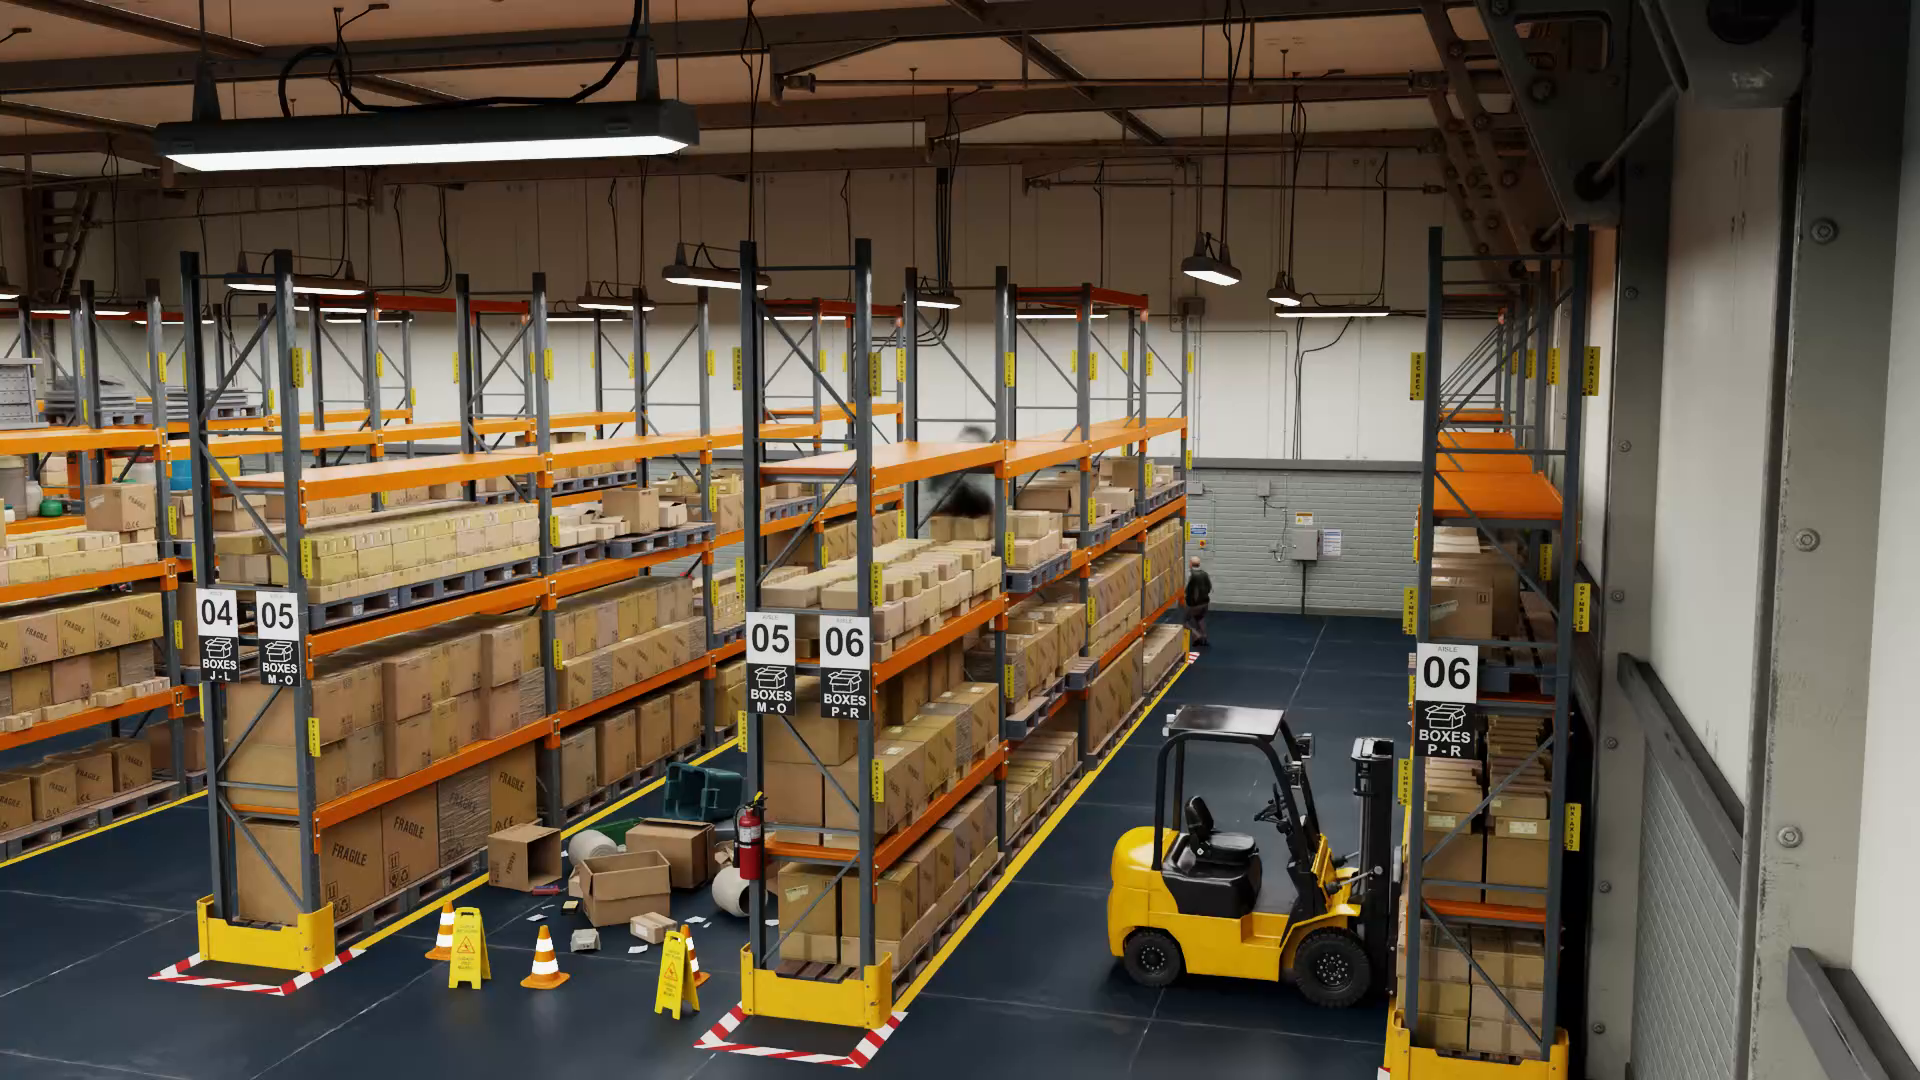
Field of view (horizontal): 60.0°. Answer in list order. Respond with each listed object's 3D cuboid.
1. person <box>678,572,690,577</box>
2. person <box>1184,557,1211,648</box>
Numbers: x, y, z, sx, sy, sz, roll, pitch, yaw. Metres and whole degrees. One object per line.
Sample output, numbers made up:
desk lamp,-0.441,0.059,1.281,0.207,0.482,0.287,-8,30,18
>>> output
person,-4.318,1.379,26.153,0.663,1.745,0.544,3,7,22
person,4.147,1.098,29.271,0.848,1.621,0.524,-5,8,-38
